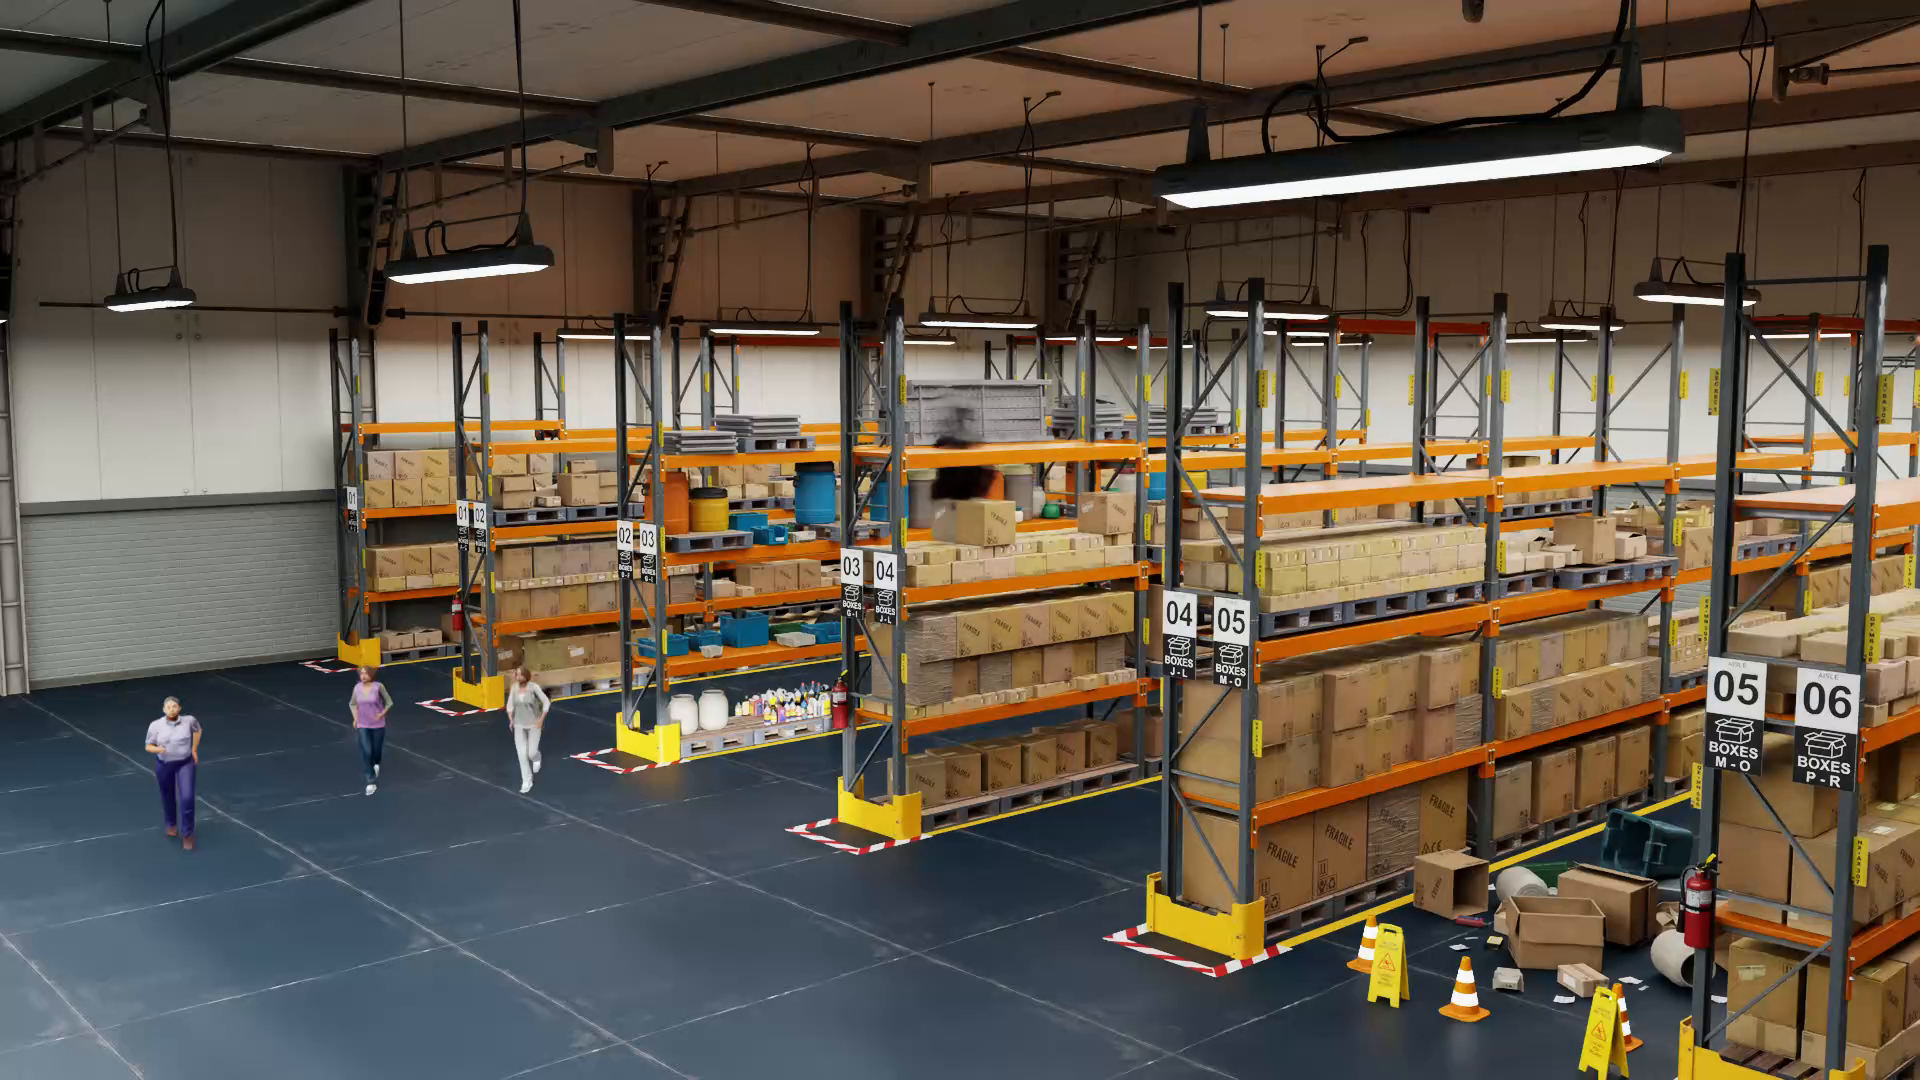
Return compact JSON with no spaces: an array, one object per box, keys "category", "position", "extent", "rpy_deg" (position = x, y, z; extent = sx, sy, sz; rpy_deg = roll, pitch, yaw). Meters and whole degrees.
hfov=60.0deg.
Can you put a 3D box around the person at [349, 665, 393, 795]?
[{"category":"person","position":[-7.361,2.383,20.799],"extent":[0.533,1.501,0.697],"rpy_deg":[-1,6,-10]}]

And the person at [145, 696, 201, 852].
[{"category":"person","position":[-8.641,2.534,18.298],"extent":[0.550,1.673,0.821],"rpy_deg":[-2,6,-22]}]

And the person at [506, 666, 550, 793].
[{"category":"person","position":[-5.402,2.387,20.864],"extent":[0.546,1.493,0.606],"rpy_deg":[0,6,3]}]

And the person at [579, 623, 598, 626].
[{"category":"person","position":[-6.587,1.439,29.245],"extent":[0.583,1.646,0.700],"rpy_deg":[5,7,39]}]
